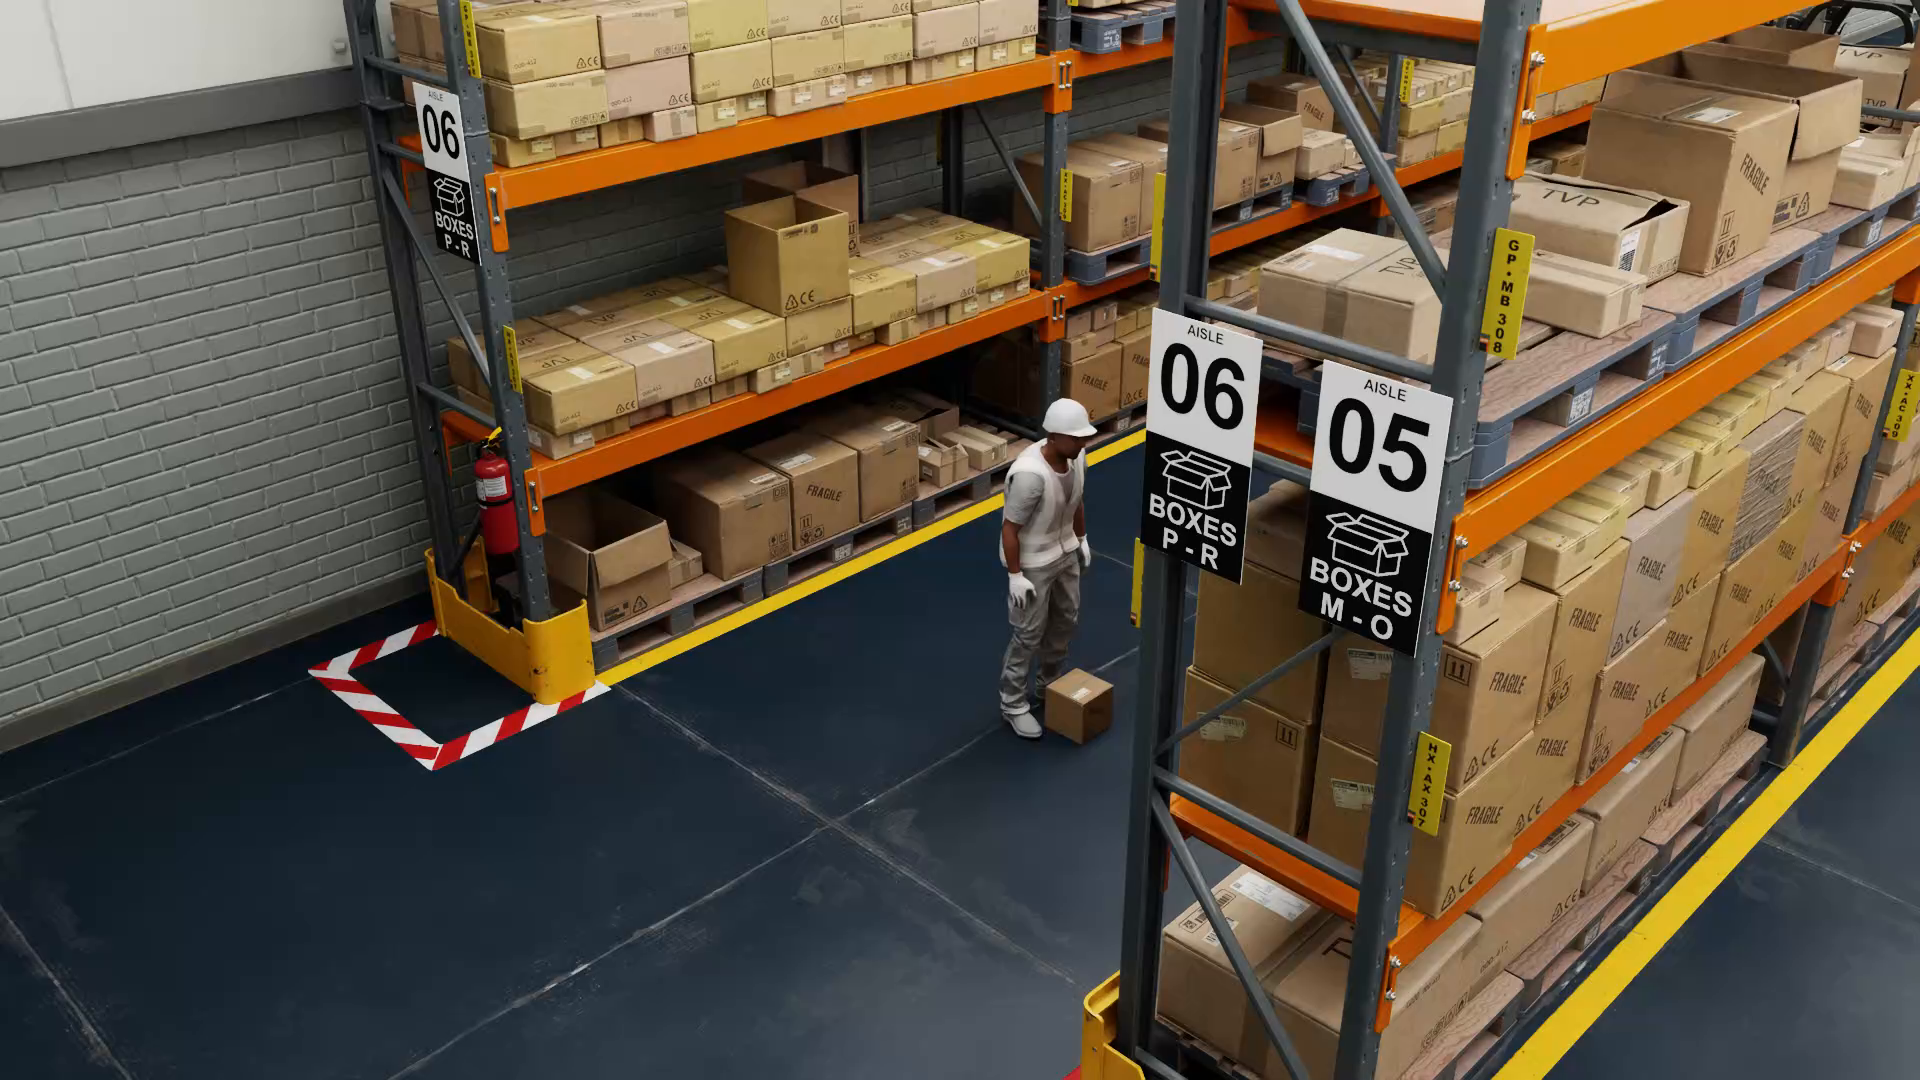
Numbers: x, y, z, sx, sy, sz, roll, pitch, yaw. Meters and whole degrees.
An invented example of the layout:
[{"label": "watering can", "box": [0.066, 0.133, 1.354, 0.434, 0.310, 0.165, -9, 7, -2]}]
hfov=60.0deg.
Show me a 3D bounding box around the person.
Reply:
[{"label": "person", "box": [0.447, 0.108, 8.400, 0.451, 1.773, 0.627, 22, 35, 36]}]
